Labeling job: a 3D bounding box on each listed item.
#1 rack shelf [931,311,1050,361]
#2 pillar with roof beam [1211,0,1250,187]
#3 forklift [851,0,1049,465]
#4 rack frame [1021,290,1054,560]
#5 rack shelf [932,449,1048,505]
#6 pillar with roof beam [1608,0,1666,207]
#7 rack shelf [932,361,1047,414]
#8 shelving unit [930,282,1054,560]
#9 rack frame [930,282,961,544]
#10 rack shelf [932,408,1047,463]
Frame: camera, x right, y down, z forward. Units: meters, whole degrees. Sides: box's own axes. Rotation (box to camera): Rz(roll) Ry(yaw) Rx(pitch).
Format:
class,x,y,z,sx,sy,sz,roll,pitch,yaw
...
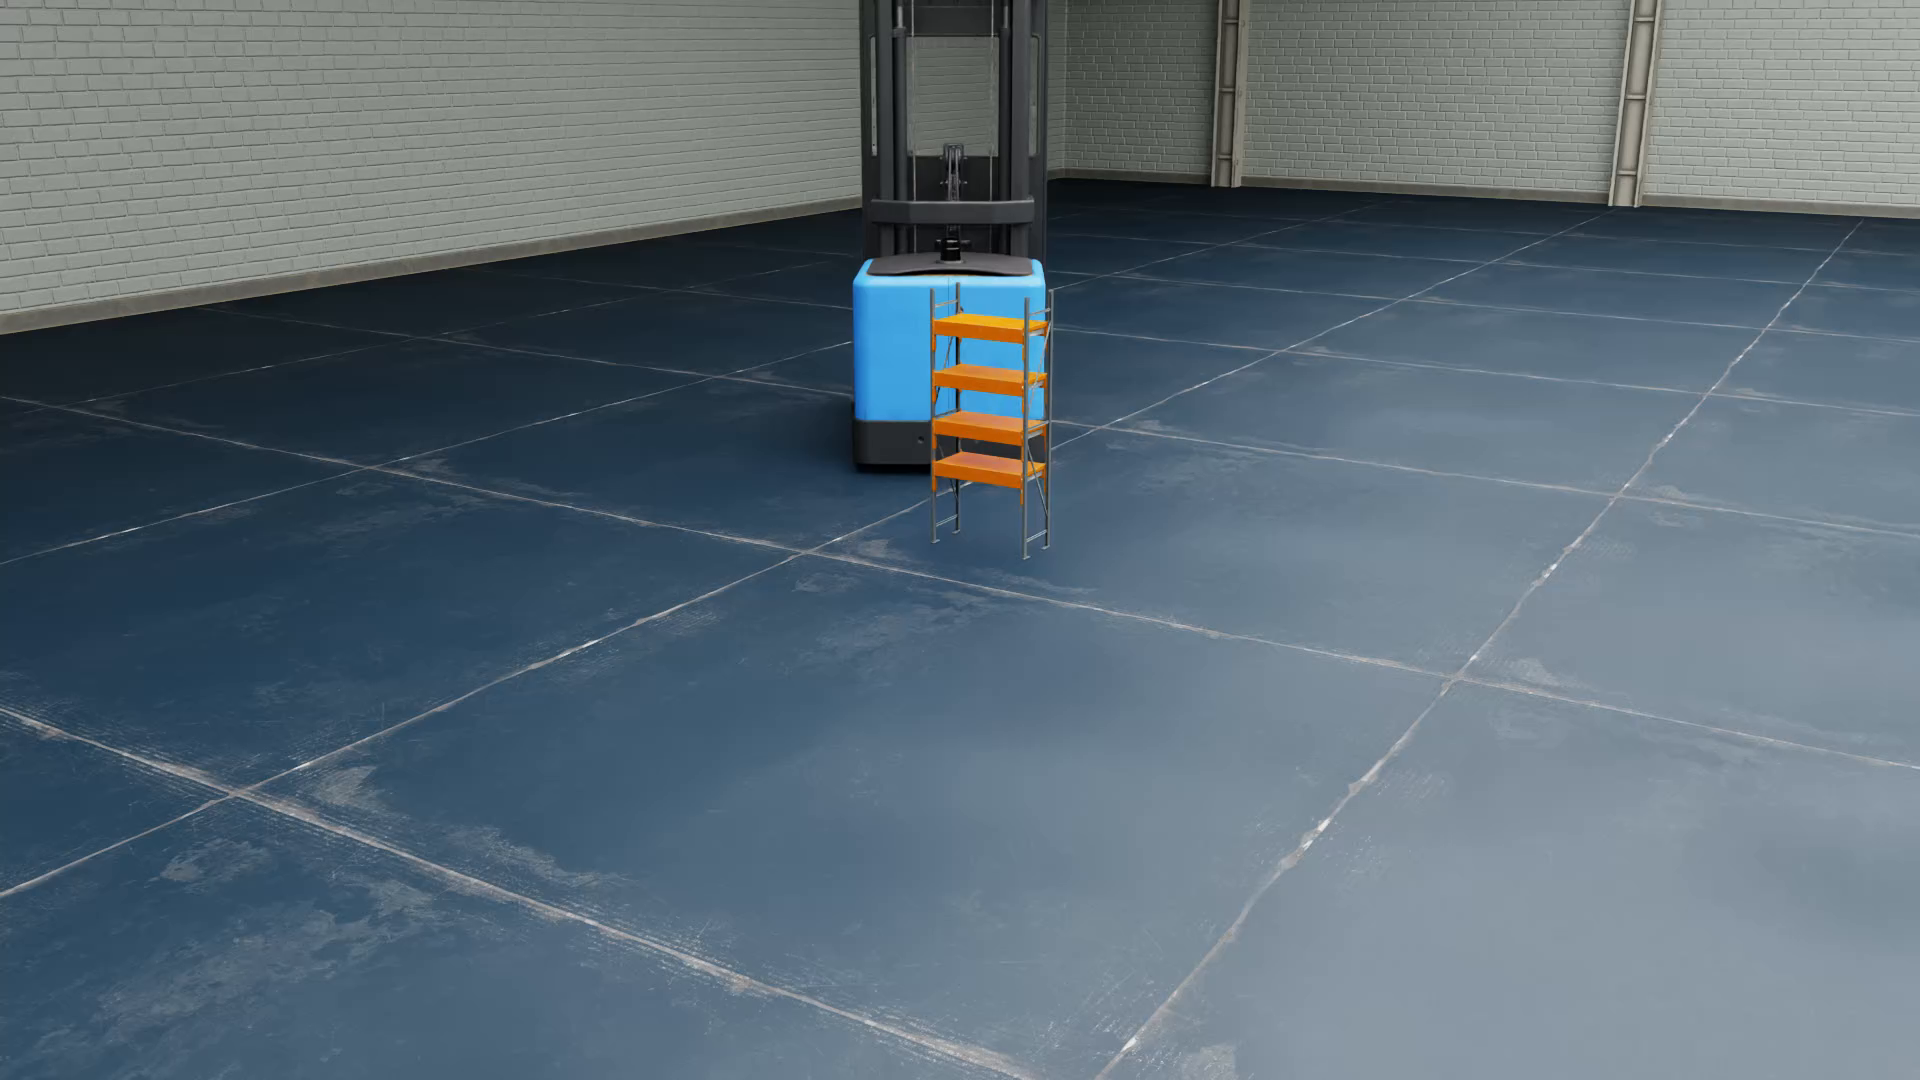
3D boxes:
class,x,y,z,sx,sy,sz,roll,pitch,yaw
rack shelf,0.141,-0.925,7.510,0.480,0.148,0.258,10,20,30
pillar with roof beam,1.961,-8.845,21.517,0.400,9.000,9.100,10,20,30
forklift,-0.028,-2.179,10.012,1.130,2.935,3.031,0,17,1
rack frame,0.349,-0.512,7.502,0.015,1.200,0.240,10,20,30
rack shelf,0.141,-0.295,7.701,0.480,0.148,0.258,10,20,30
pillar with roof beam,7.073,-7.933,18.513,0.400,9.000,9.100,10,20,30
rack shelf,0.141,-0.699,7.578,0.480,0.148,0.258,10,20,30
shelving unit,0.141,-0.549,7.624,0.503,1.200,0.258,10,20,30
rack frame,-0.067,-0.586,7.746,0.015,1.200,0.240,10,20,30
rack shelf,0.141,-0.485,7.643,0.480,0.148,0.258,10,20,30
